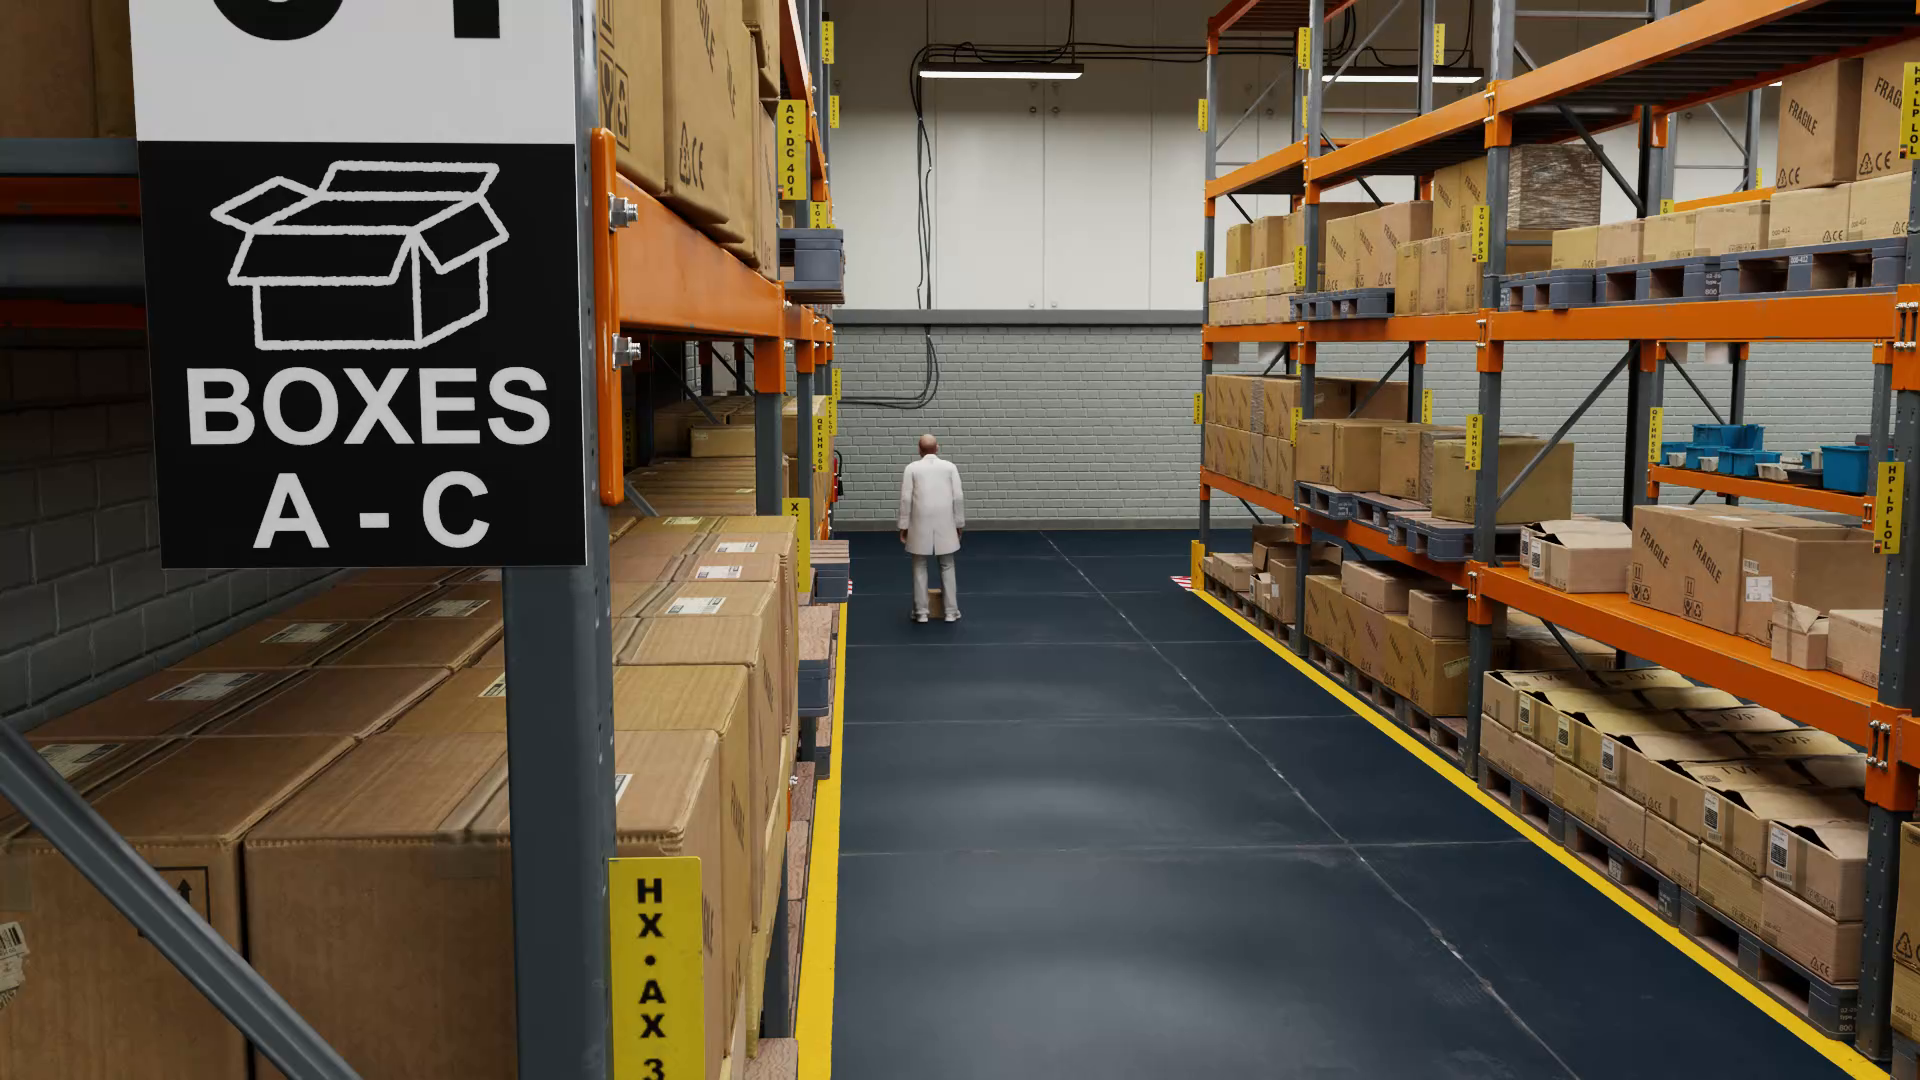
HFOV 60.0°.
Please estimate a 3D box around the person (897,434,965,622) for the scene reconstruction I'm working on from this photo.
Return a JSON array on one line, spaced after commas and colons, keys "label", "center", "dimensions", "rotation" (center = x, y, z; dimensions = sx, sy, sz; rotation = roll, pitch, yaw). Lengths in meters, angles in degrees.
[{"label": "person", "center": [-0.276, -0.113, 15.771], "dimensions": [0.647, 1.772, 0.433], "rotation": [-1, 7, -8]}]
